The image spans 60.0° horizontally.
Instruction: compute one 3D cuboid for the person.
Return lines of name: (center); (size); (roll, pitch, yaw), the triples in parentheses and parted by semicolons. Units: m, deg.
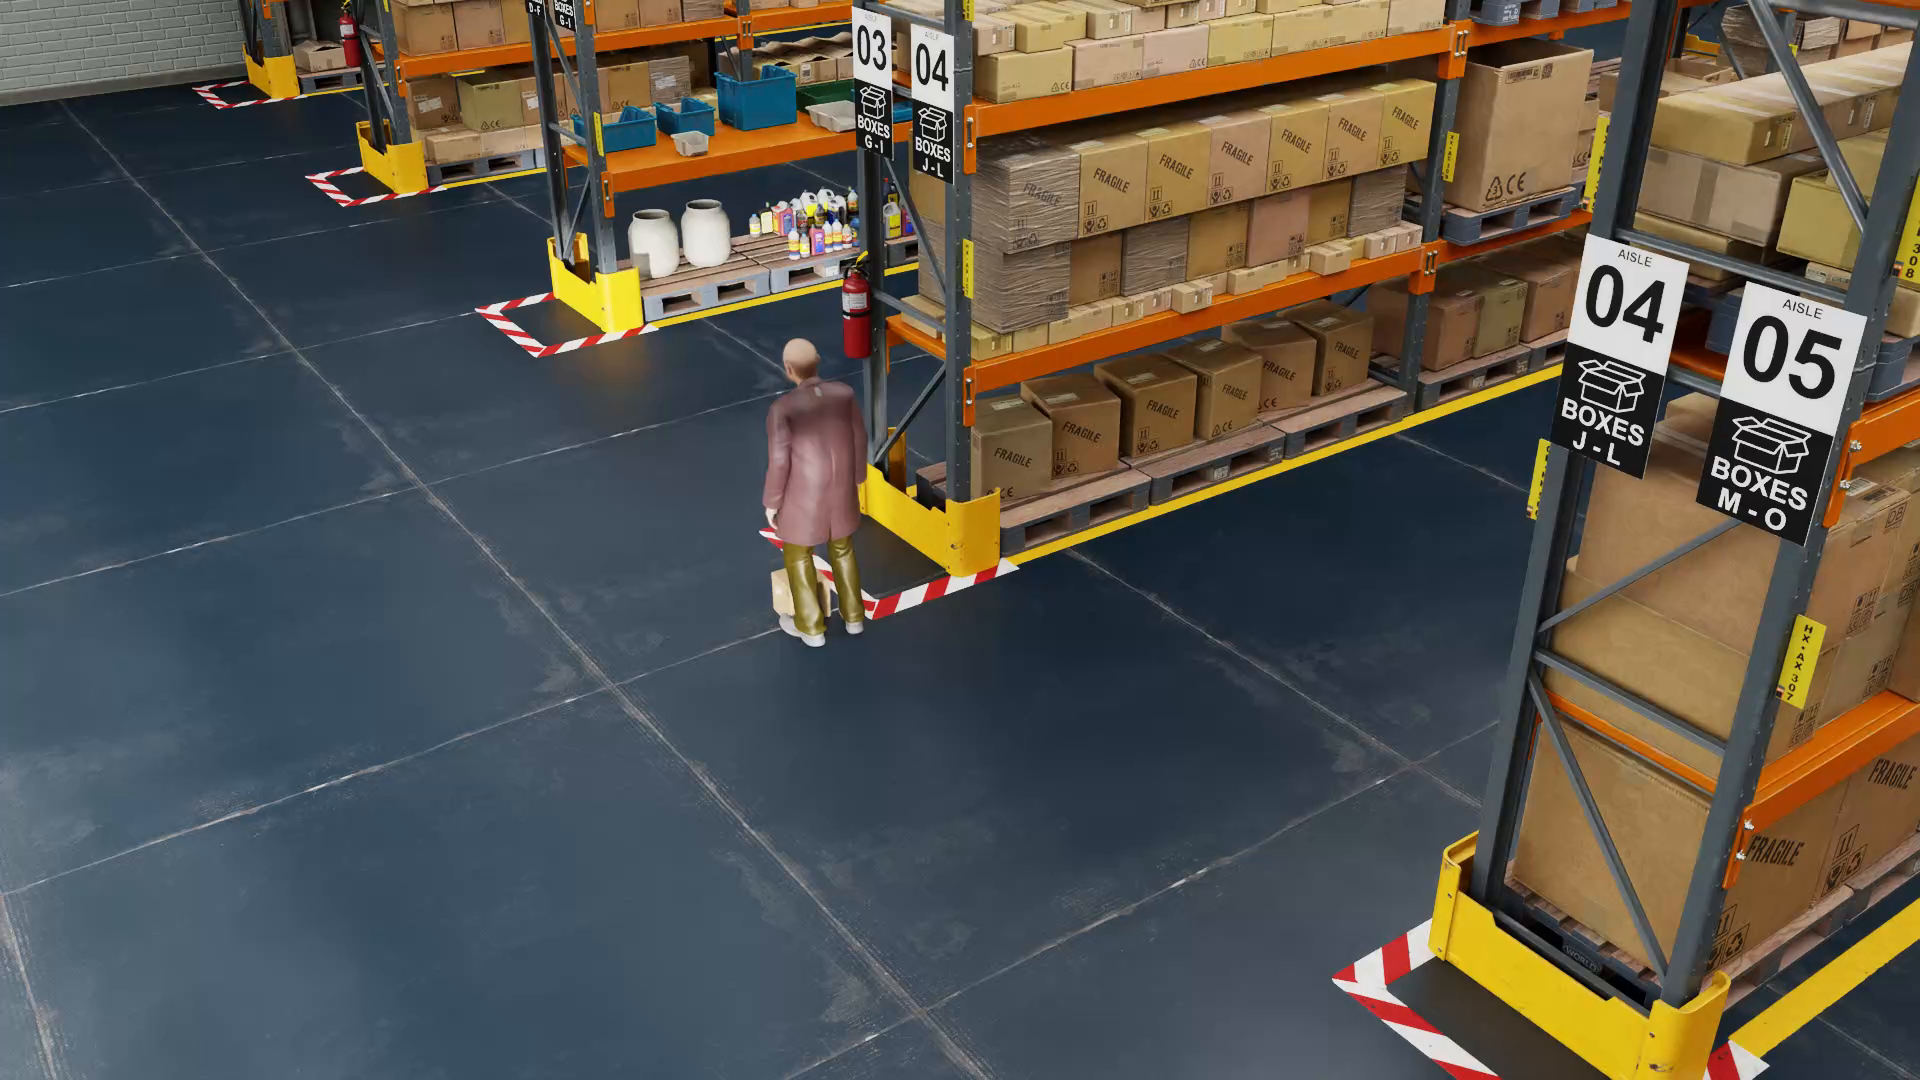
person: (-0.796, -0.260, 9.124); (0.640, 1.773, 0.428); (-18, 33, -30)
